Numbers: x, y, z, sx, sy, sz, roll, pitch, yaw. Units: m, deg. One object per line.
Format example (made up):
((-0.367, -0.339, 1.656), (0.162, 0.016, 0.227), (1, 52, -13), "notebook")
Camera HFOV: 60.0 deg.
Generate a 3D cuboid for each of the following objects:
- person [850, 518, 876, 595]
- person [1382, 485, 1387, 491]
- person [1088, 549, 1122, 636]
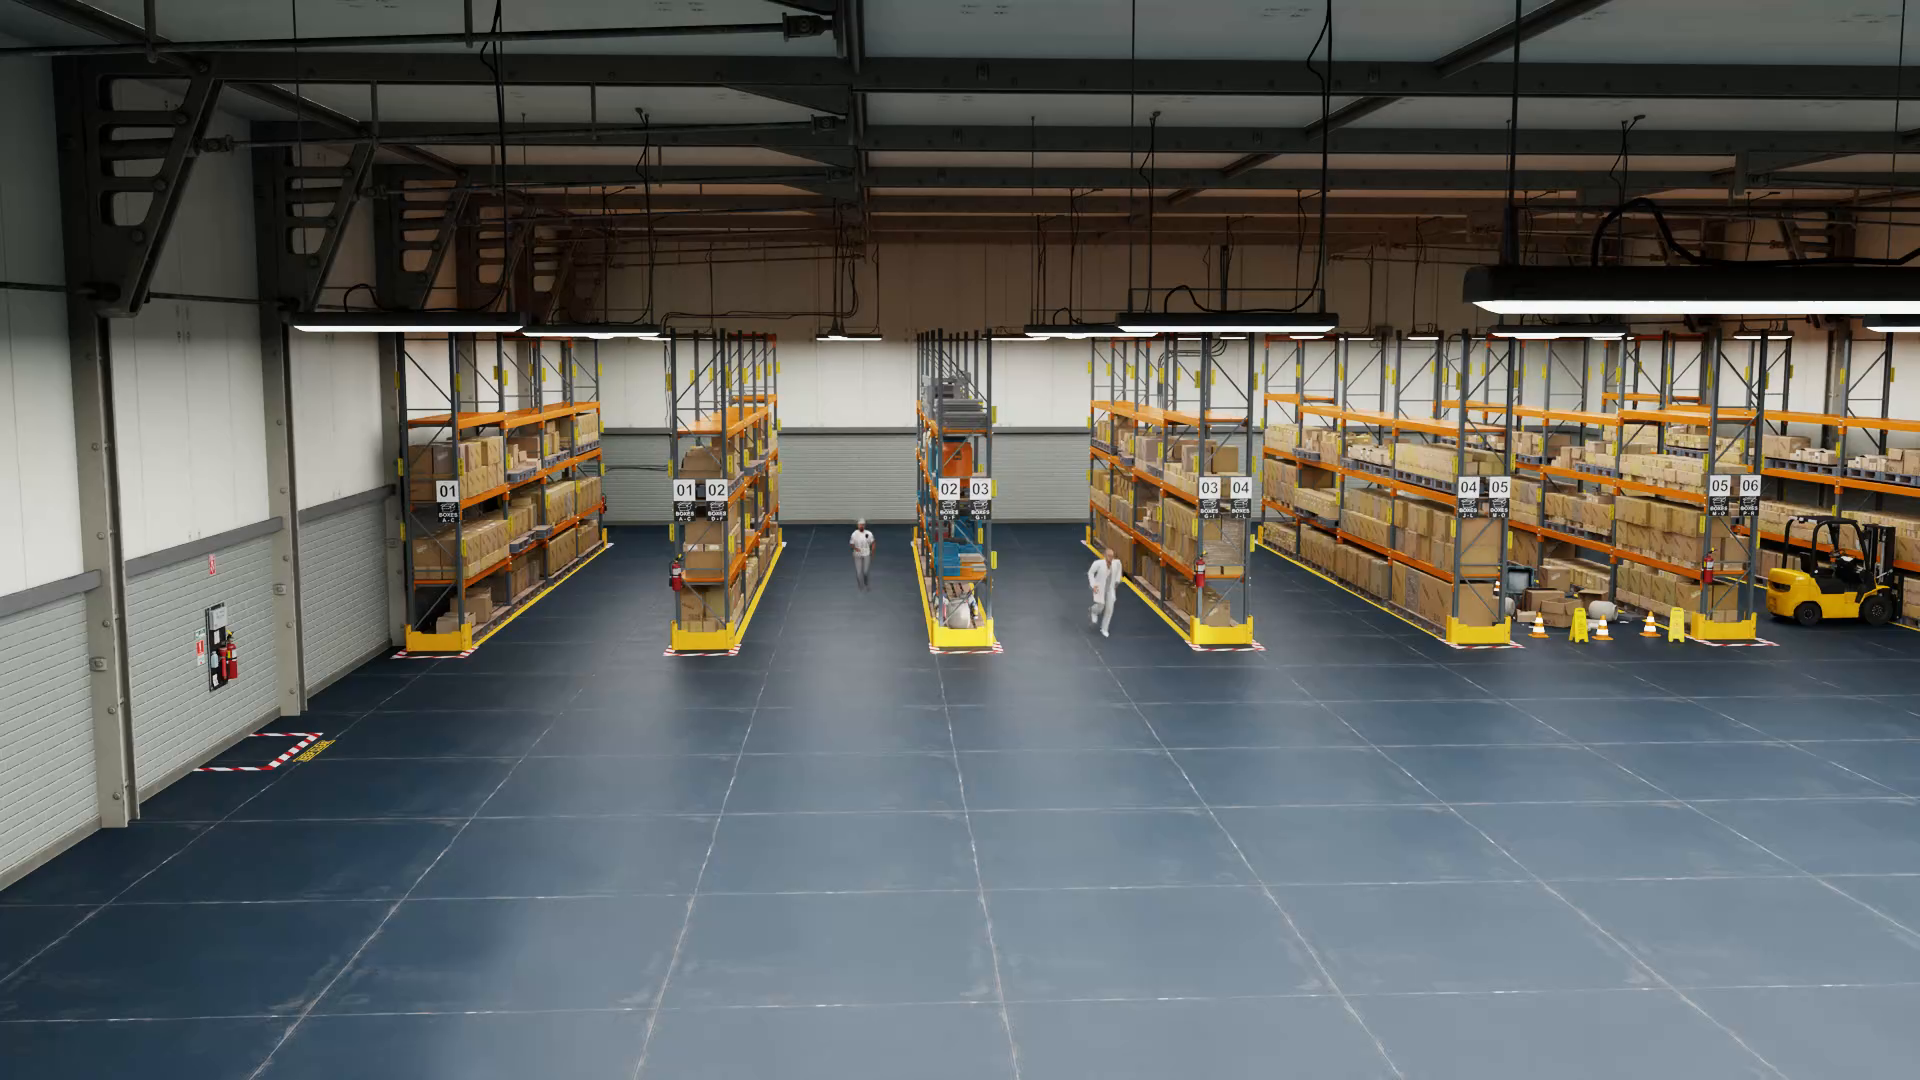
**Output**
((-2.109, 0.363, 36.050), (0.561, 1.684, 0.562), (0, 7, -2), "person")
((12.542, -0.890, 49.162), (0.868, 1.700, 0.569), (0, 7, 3), "person")
((2.842, 1.017, 33.079), (0.717, 1.709, 0.938), (-2, 7, -19), "person")
